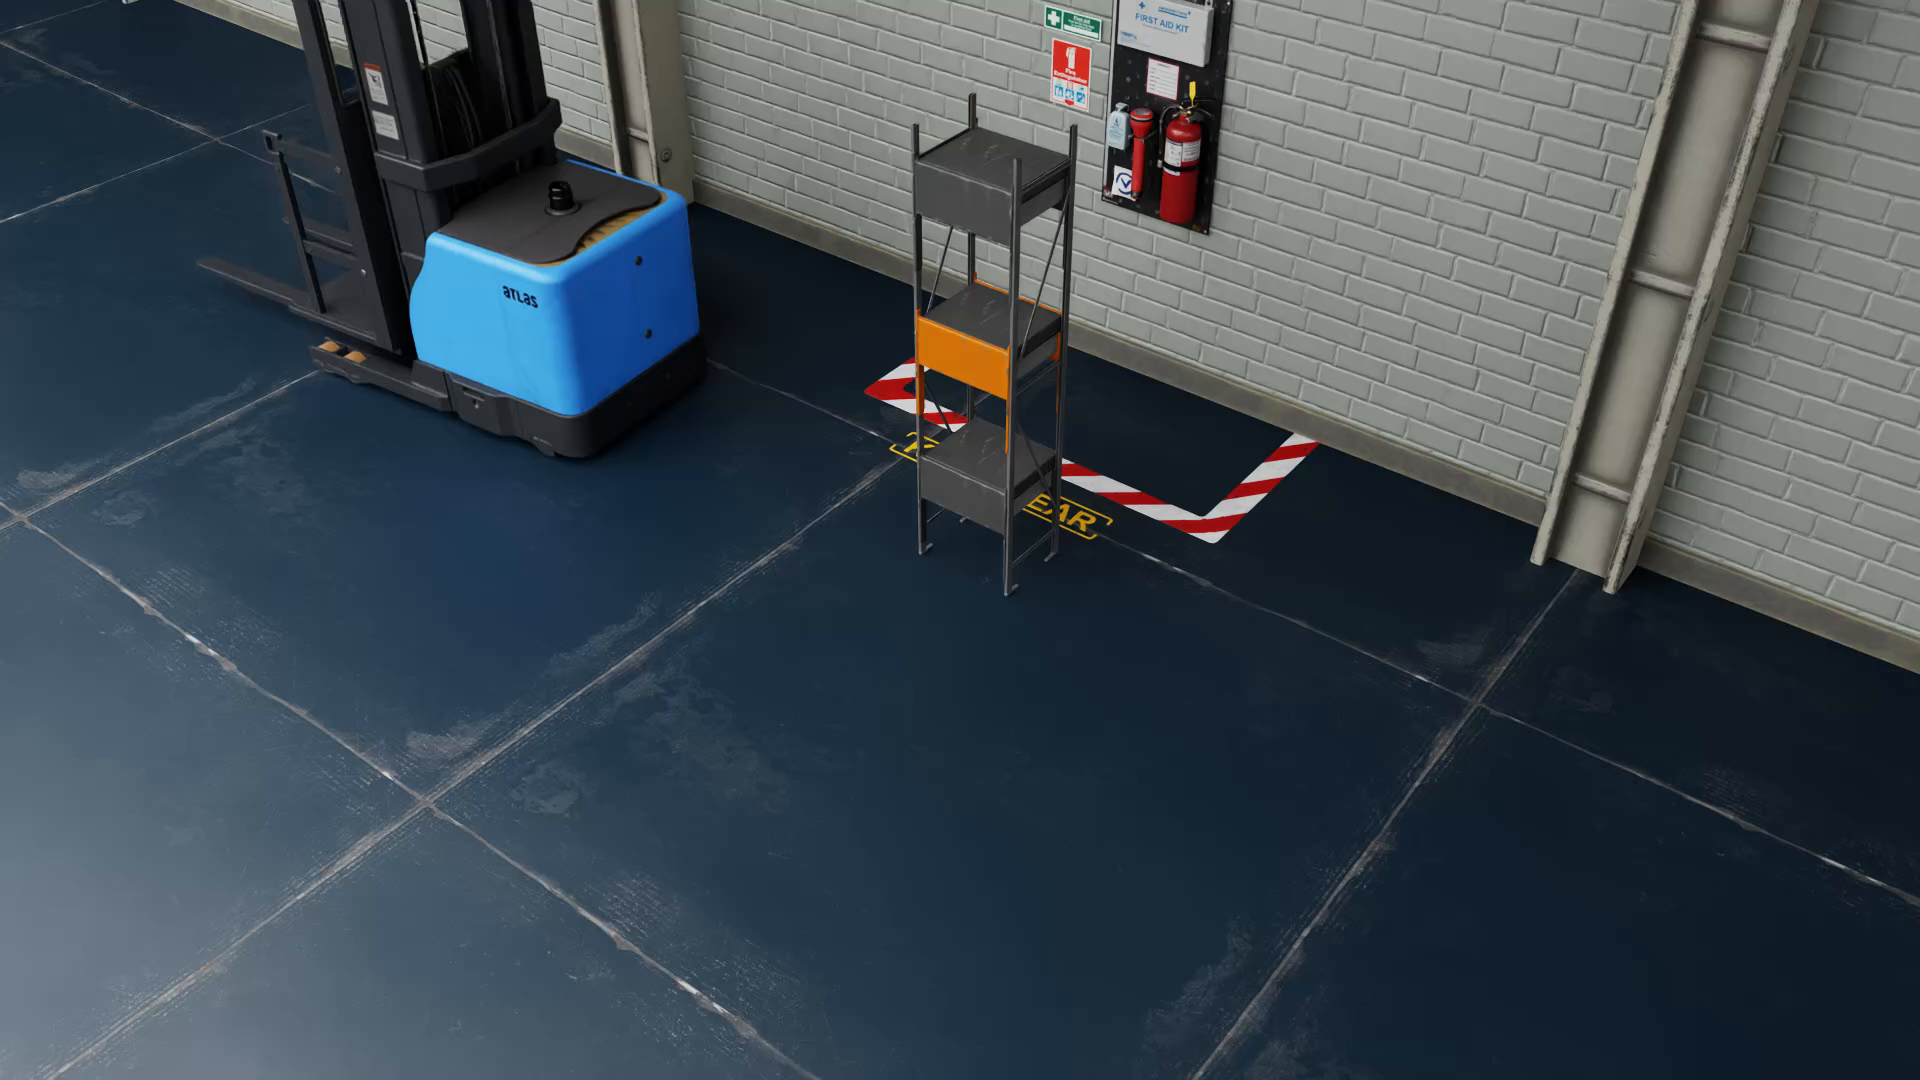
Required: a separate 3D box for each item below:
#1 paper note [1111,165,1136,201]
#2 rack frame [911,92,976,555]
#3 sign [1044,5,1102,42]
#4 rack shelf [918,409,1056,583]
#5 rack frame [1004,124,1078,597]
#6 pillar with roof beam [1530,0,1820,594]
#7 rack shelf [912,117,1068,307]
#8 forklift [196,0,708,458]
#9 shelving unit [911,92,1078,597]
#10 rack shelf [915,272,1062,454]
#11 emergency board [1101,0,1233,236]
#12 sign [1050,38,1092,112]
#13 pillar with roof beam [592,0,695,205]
[{"bbox_3d":[0.825,-1.782,8.308,0.142,0.148,0.016,25,45,29],"label":"paper note"},{"bbox_3d":[-0.062,-0.856,7.140,0.015,2.100,0.400,25,45,29],"label":"rack frame"},{"bbox_3d":[0.545,-2.503,8.055,0.331,0.109,0.001,25,45,29],"label":"sign"},{"bbox_3d":[0.132,-0.203,7.463,0.480,0.518,0.431,25,45,29],"label":"rack shelf"},{"bbox_3d":[0.325,-0.673,6.907,0.015,2.100,0.400,25,45,29],"label":"rack frame"},{"bbox_3d":[0.248,-1.339,2.160,0.400,9.000,9.100,25,45,29],"label":"pillar with roof beam"},{"bbox_3d":[0.132,-1.305,6.600,0.480,0.518,0.431,25,45,29],"label":"rack shelf"},{"bbox_3d":[-2.859,-2.239,8.232,3.031,2.935,1.130,21,43,24],"label":"forklift"},{"bbox_3d":[0.132,-0.765,7.024,0.503,2.100,0.431,25,45,29],"label":"shelving unit"},{"bbox_3d":[0.132,-0.754,7.032,0.480,0.518,0.431,25,45,29],"label":"rack shelf"},{"bbox_3d":[0.923,-2.029,7.908,0.643,1.169,0.194,25,45,29],"label":"emergency board"},{"bbox_3d":[0.547,-2.301,8.226,0.234,0.329,0.001,25,45,29],"label":"sign"},{"bbox_3d":[-4.518,-3.586,5.031,0.400,9.000,9.100,25,45,29],"label":"pillar with roof beam"}]
